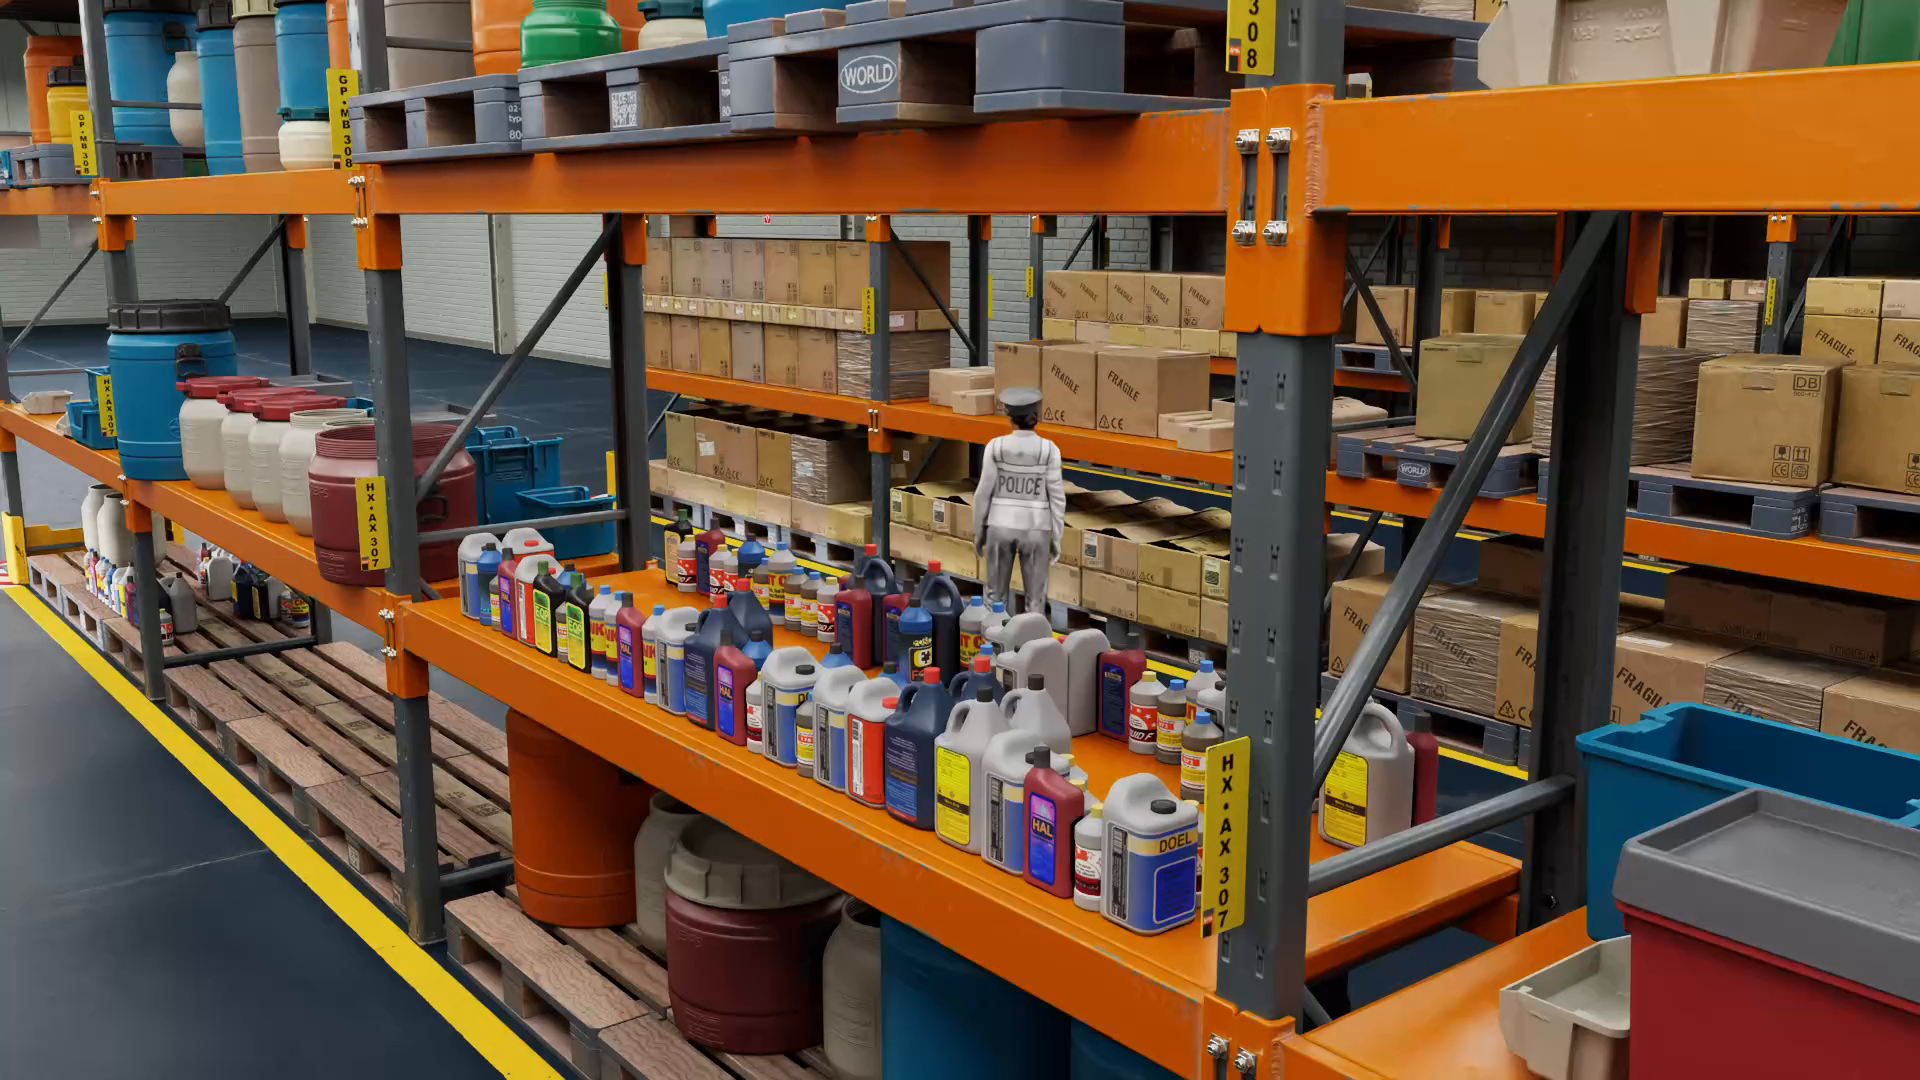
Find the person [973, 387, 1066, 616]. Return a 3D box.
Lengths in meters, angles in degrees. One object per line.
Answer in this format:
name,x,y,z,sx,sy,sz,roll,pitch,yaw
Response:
person,0.336,-0.014,9.344,0.522,1.679,0.405,2,11,10
